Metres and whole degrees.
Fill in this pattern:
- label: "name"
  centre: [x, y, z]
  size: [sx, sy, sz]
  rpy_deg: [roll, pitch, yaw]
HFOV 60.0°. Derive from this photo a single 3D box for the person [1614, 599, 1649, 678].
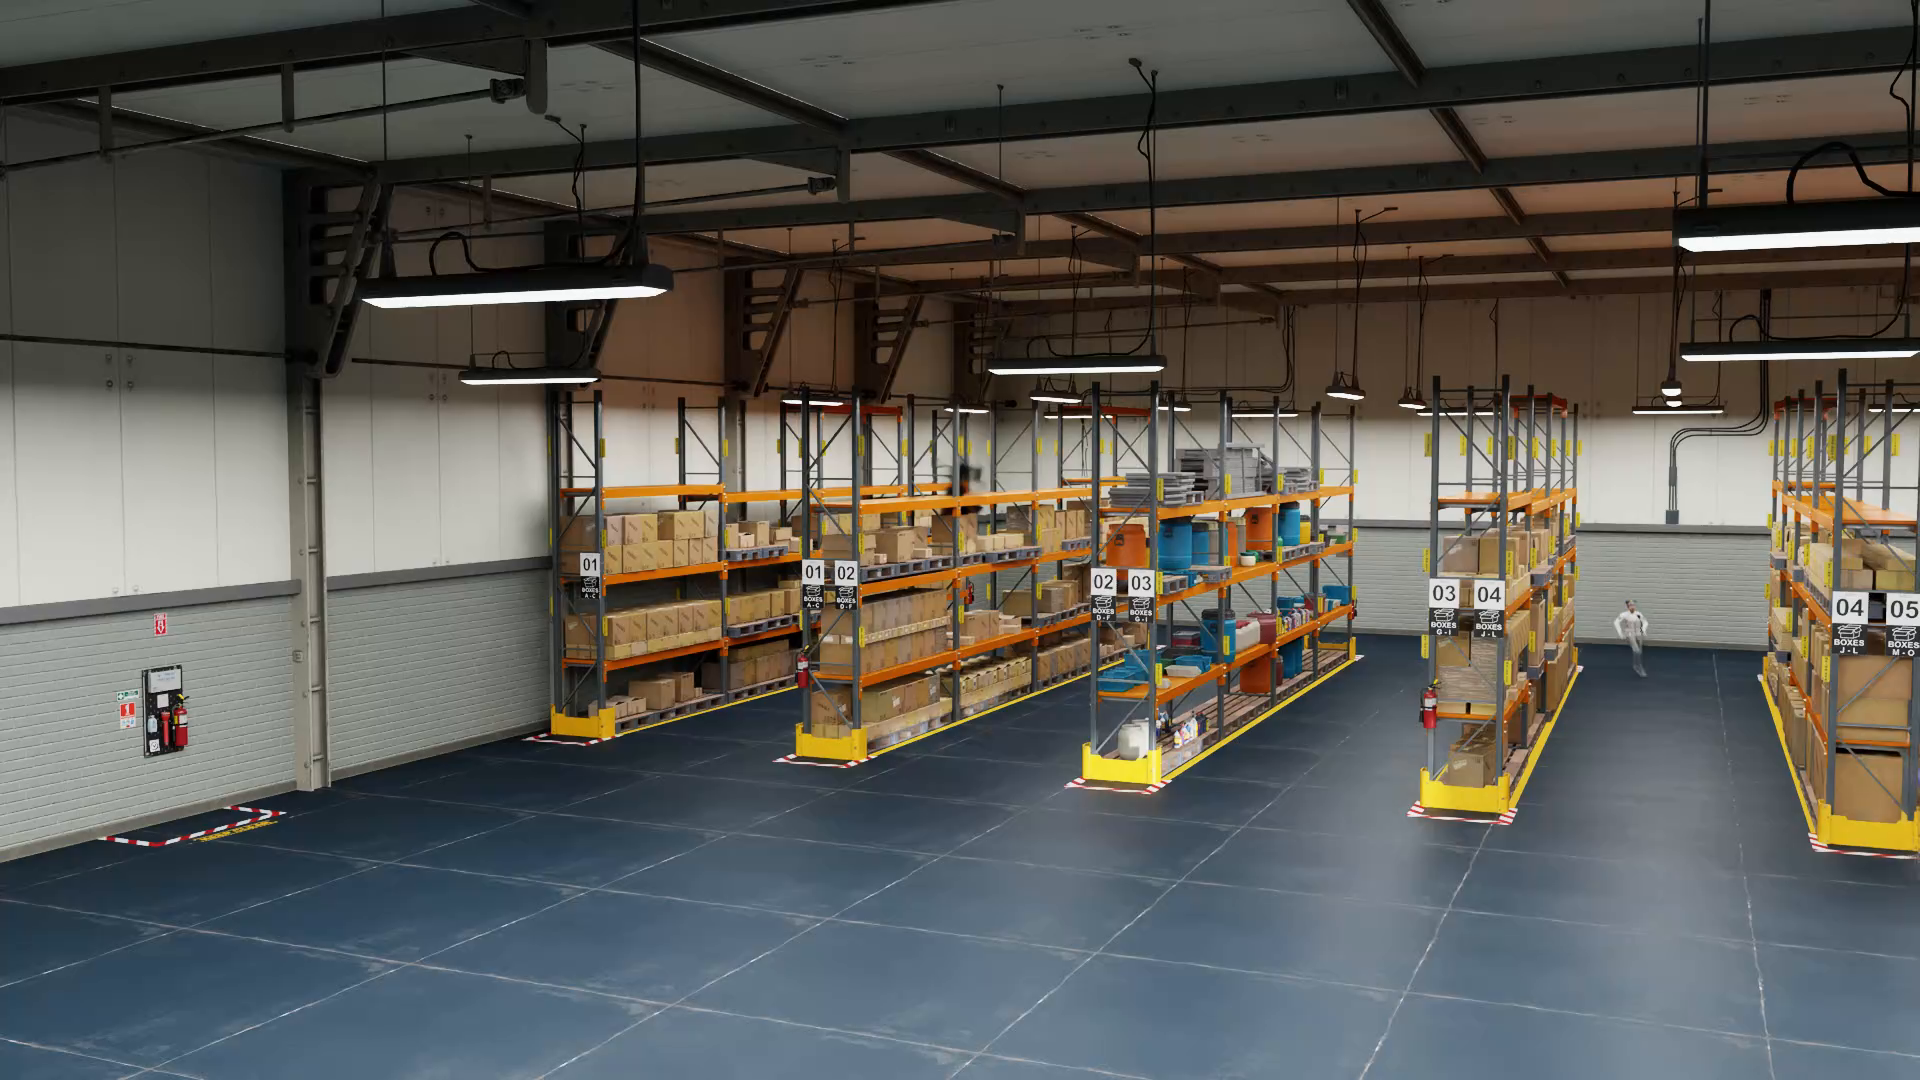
- label: "person"
  centre: [14.837, 2.152, 36.649]
  size: [0.679, 1.709, 0.757]
  rpy_deg: [0, 3, -3]
